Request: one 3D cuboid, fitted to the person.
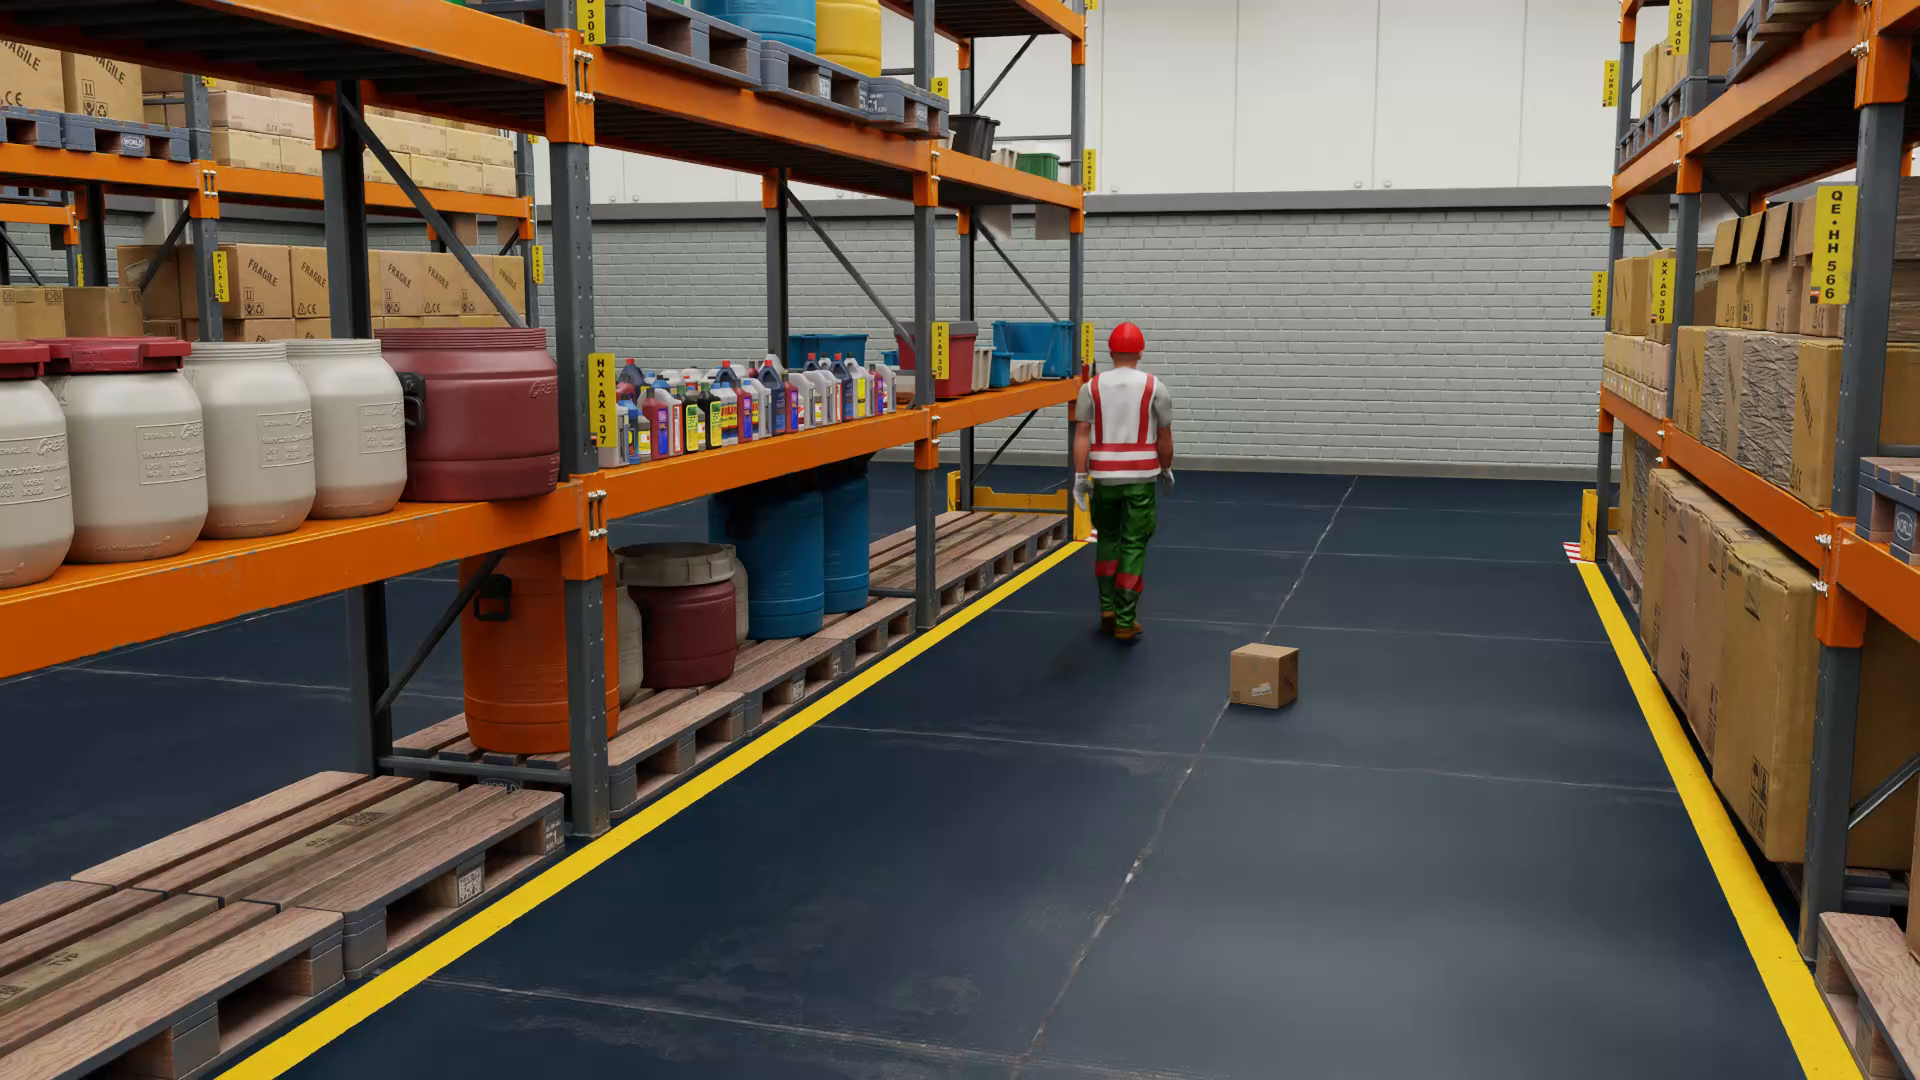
[{"bbox_3d":[0.938,-0.314,9.498,0.538,1.847,0.590,2,9,16],"label":"person"}]
